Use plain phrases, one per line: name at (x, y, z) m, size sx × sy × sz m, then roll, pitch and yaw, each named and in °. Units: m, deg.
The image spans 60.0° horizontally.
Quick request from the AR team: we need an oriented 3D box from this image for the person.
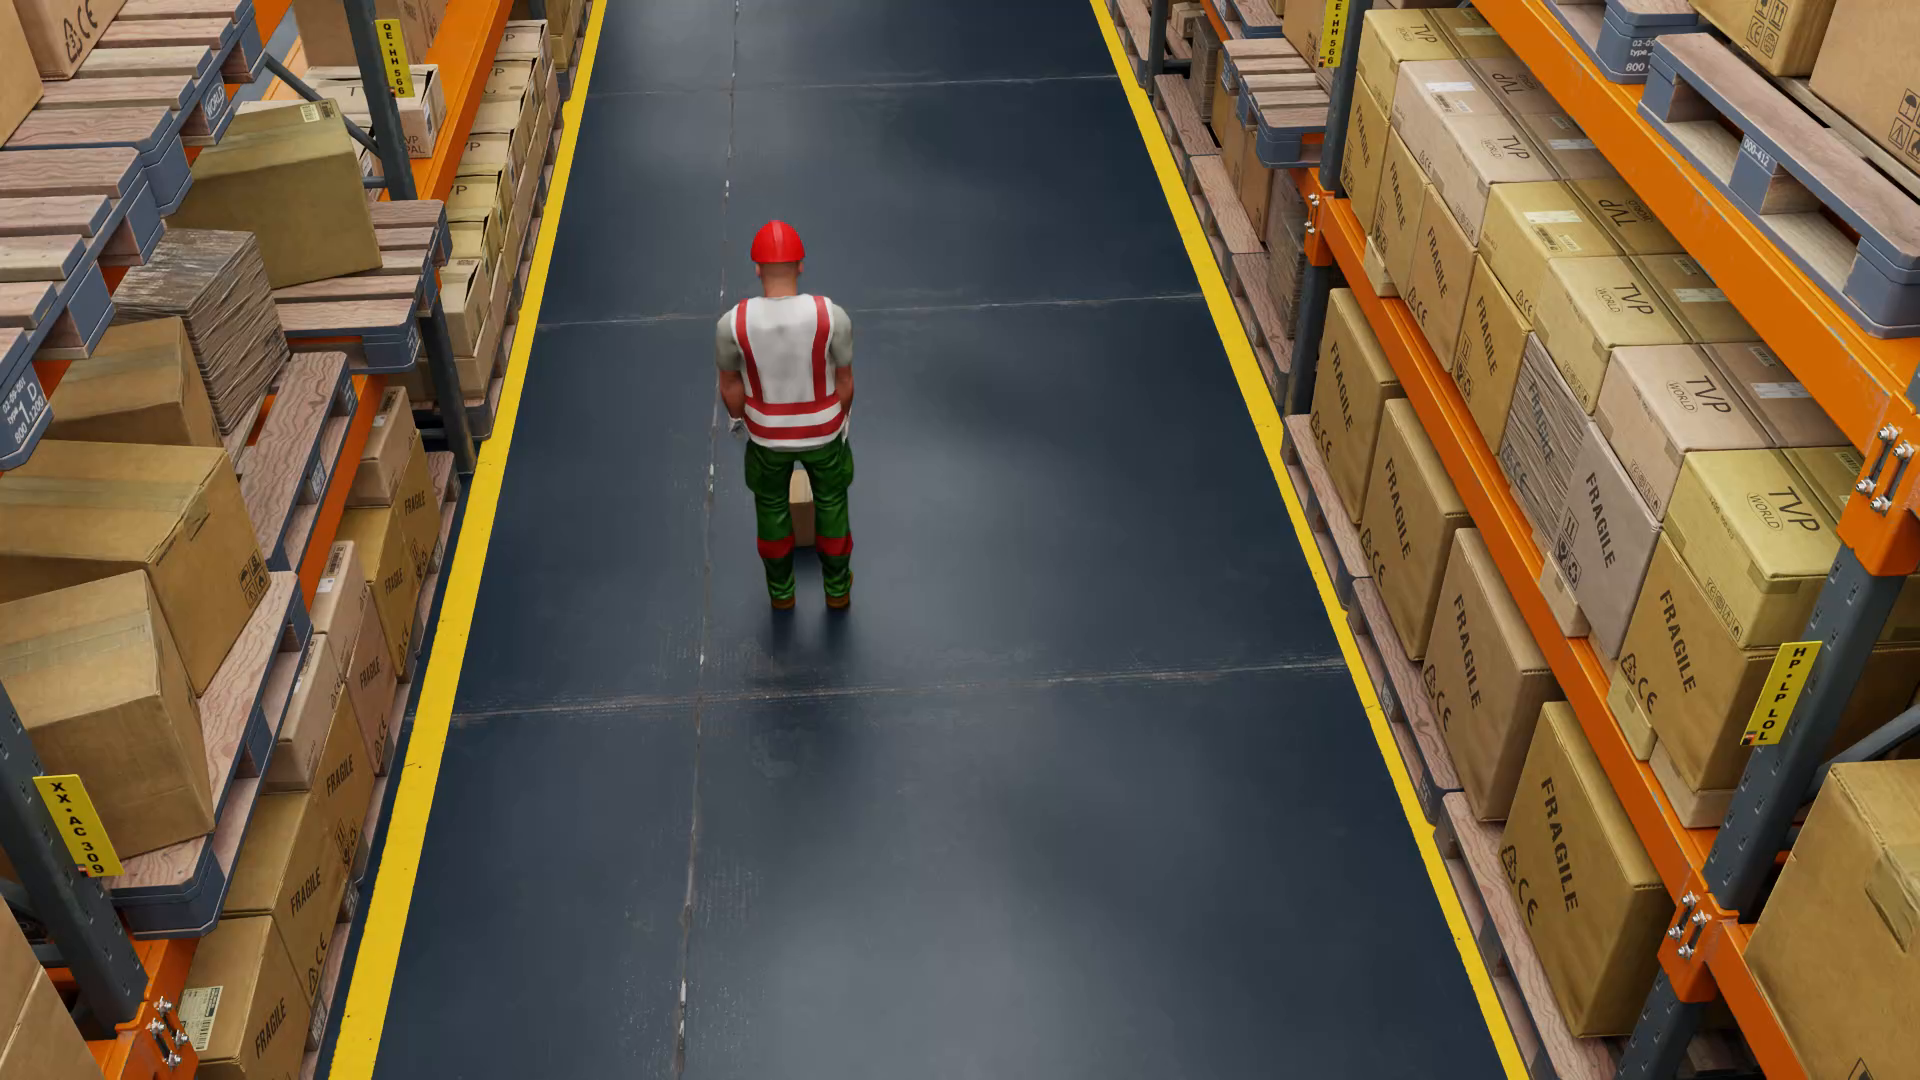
person at (-0.684, -0.466, 6.732) m, size 0.533 × 1.767 × 0.388 m, roll -2°, pitch 39°, yaw -3°
